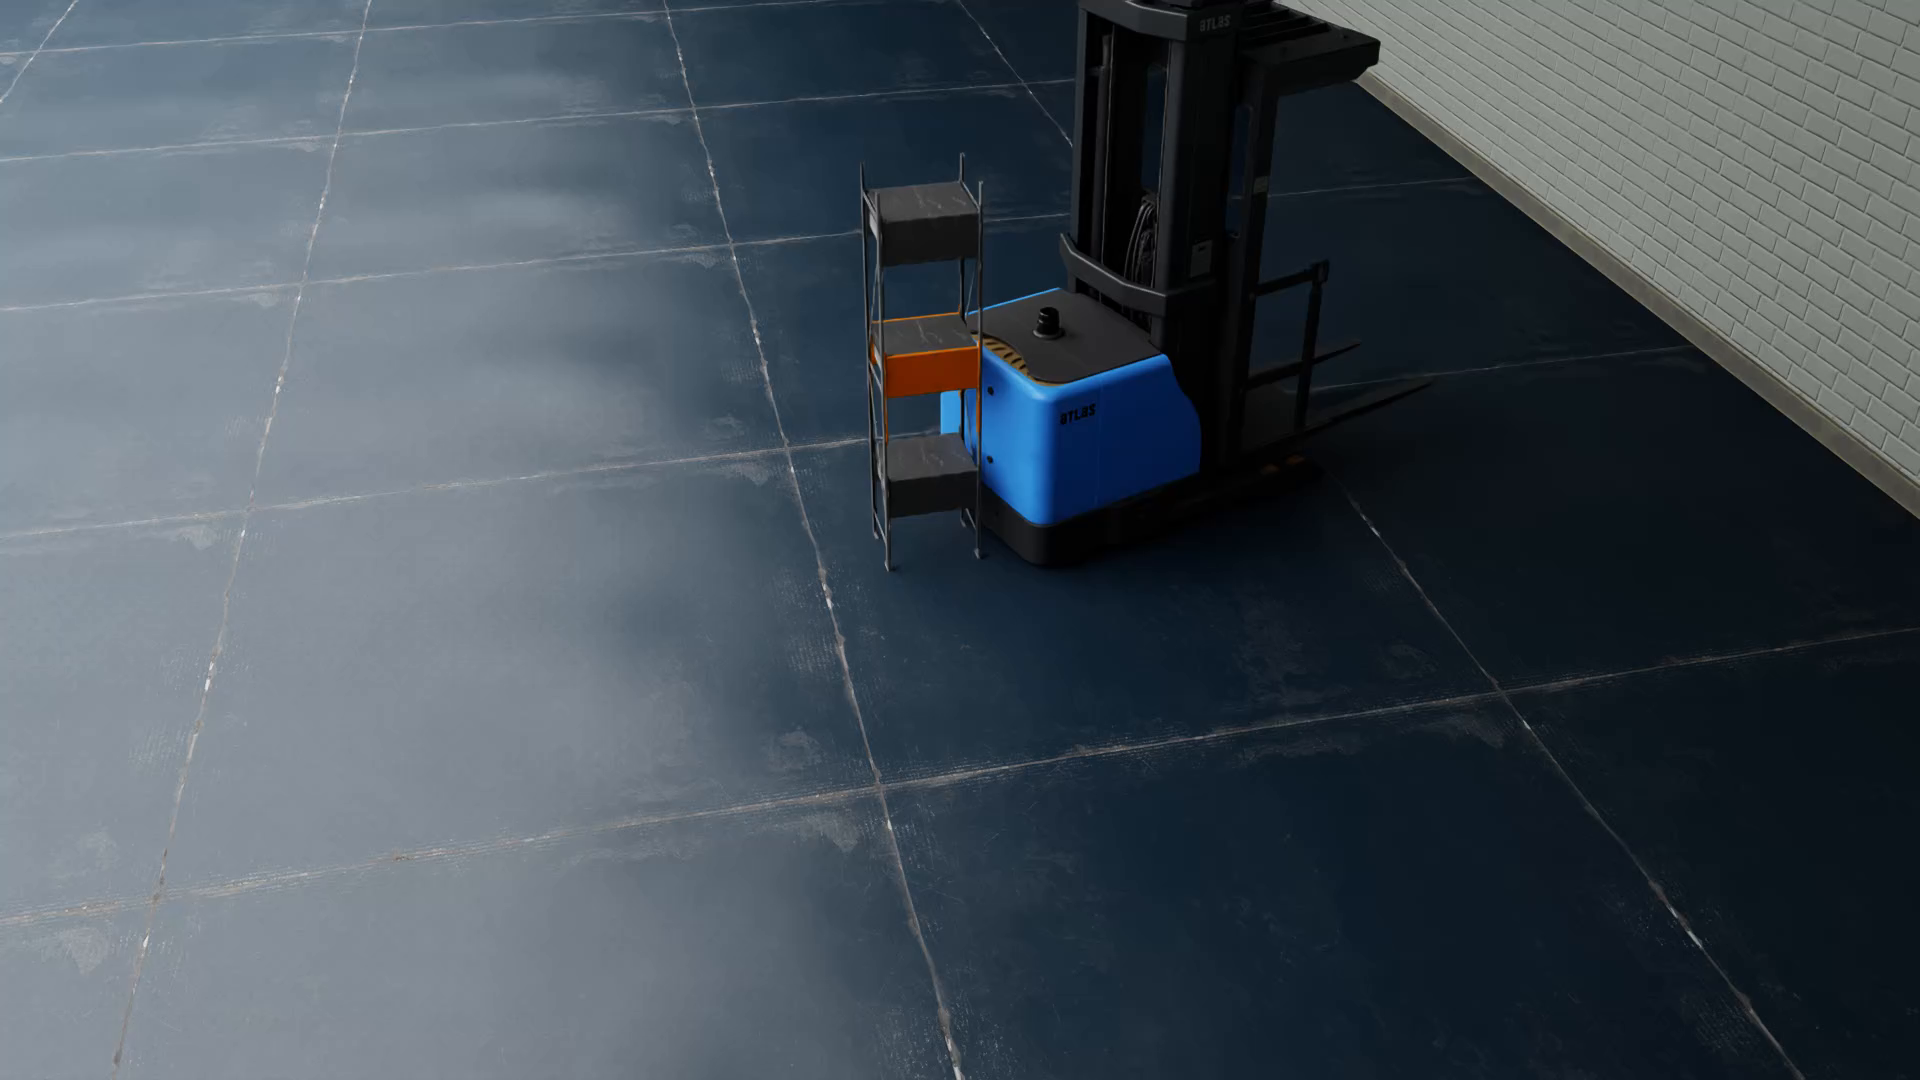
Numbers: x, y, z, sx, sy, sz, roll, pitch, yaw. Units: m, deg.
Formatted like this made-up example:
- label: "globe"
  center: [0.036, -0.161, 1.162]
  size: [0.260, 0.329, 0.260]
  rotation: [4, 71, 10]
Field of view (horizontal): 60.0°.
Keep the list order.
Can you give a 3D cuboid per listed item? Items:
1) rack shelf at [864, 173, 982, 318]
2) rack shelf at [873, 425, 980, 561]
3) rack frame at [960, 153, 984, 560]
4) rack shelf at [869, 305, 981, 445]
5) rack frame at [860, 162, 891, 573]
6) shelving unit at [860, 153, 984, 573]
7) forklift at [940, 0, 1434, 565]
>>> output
- label: "rack shelf"
  center: [-0.182, -1.412, 7.961]
  size: [0.480, 0.518, 0.431]
  rotation: [-8, 35, -11]
- label: "rack shelf"
  center: [-0.182, -0.250, 8.741]
  size: [0.480, 0.518, 0.431]
  rotation: [-8, 35, -11]
- label: "rack frame"
  center: [0.055, -0.875, 8.392]
  size: [0.015, 2.100, 0.400]
  rotation: [-8, 35, -11]
- label: "rack shelf"
  center: [-0.182, -0.831, 8.351]
  size: [0.480, 0.518, 0.431]
  rotation: [-8, 35, -11]
- label: "rack frame"
  center: [-0.419, -0.810, 8.295]
  size: [0.015, 2.100, 0.400]
  rotation: [-8, 35, -11]
- label: "shelving unit"
  center: [-0.182, -0.842, 8.344]
  size: [0.503, 2.100, 0.431]
  rotation: [-8, 35, -11]
- label: "forklift"
  center: [1.399, -1.701, 8.878]
  size: [3.031, 2.935, 1.130]
  rotation: [-19, 38, -26]
